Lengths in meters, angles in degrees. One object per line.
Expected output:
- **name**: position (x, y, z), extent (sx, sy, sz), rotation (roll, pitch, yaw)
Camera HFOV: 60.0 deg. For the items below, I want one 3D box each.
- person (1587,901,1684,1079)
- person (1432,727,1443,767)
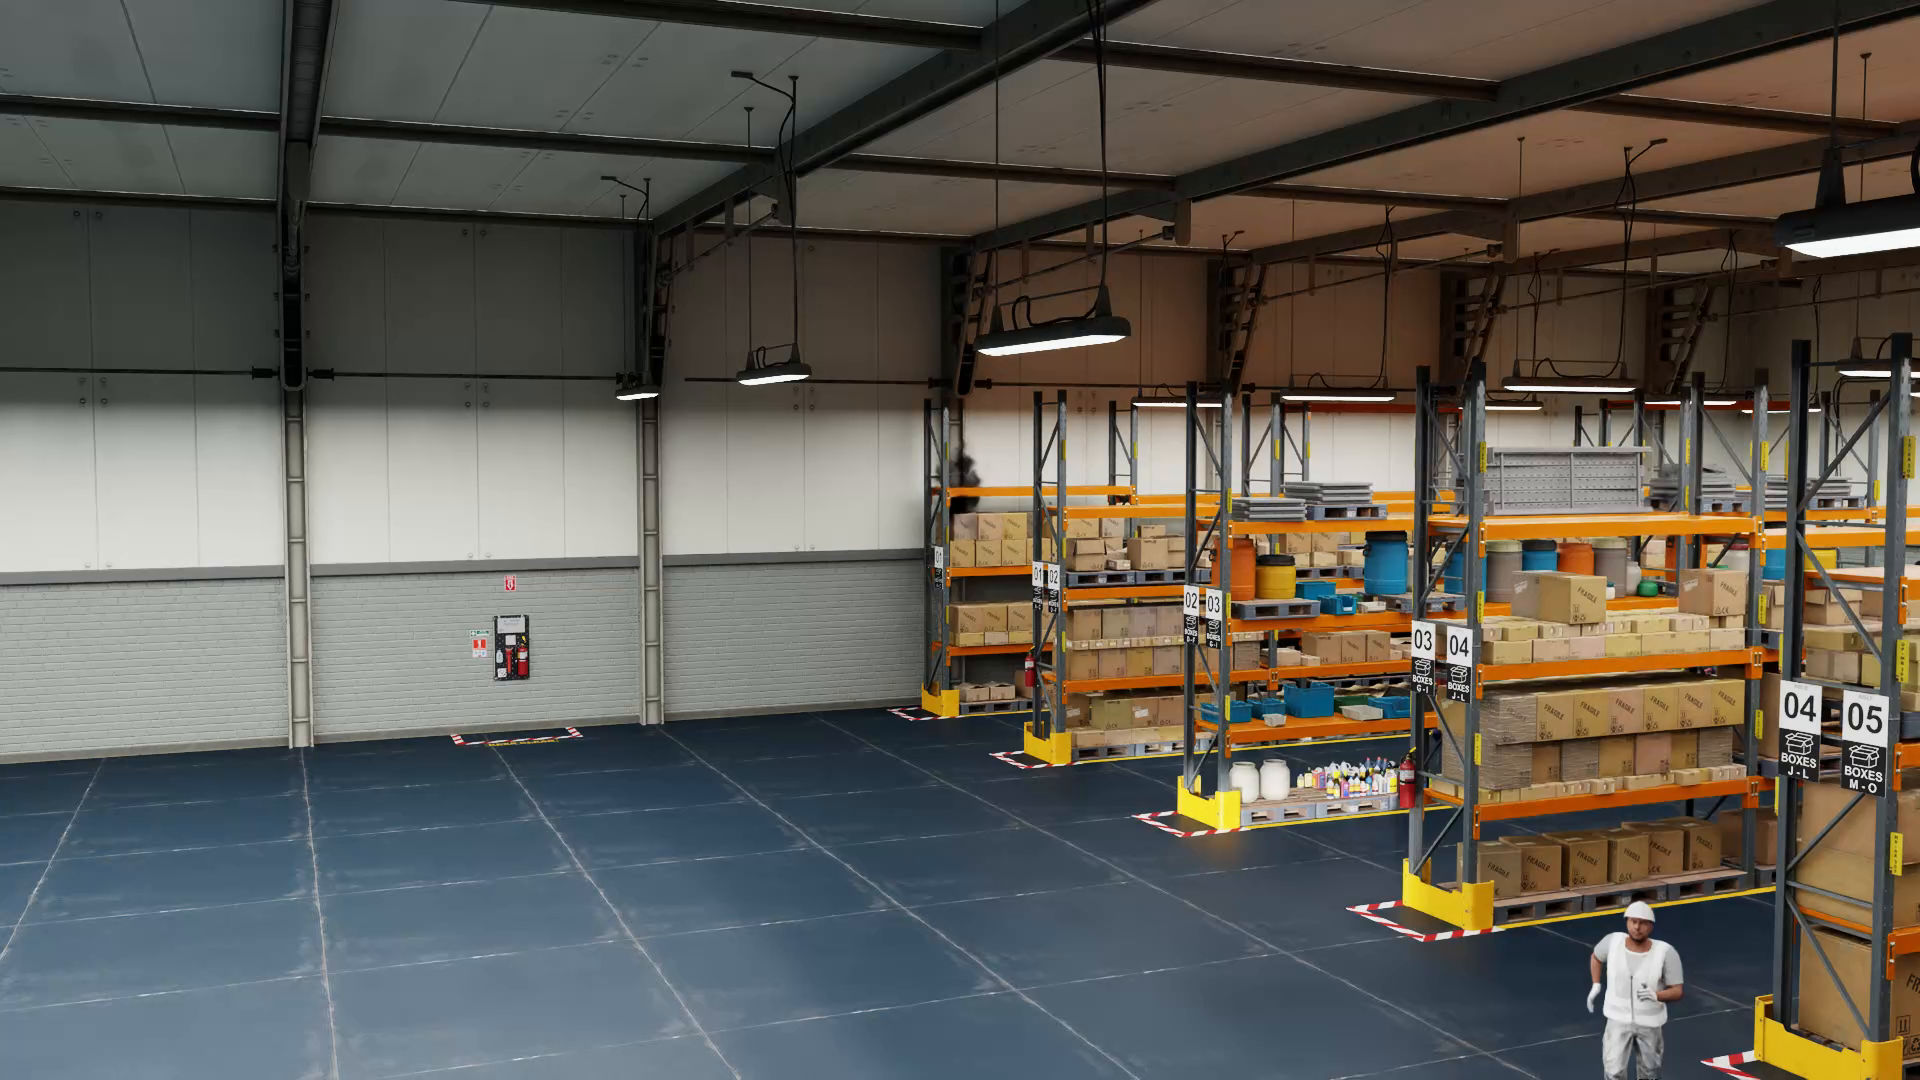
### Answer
- **person**: position (4.930, 3.560, 12.166), extent (0.661, 1.848, 0.754), rotation (2, 4, 25)
- **person**: position (7.844, 2.794, 26.481), extent (0.711, 1.689, 0.575), rotation (-2, 4, -35)
